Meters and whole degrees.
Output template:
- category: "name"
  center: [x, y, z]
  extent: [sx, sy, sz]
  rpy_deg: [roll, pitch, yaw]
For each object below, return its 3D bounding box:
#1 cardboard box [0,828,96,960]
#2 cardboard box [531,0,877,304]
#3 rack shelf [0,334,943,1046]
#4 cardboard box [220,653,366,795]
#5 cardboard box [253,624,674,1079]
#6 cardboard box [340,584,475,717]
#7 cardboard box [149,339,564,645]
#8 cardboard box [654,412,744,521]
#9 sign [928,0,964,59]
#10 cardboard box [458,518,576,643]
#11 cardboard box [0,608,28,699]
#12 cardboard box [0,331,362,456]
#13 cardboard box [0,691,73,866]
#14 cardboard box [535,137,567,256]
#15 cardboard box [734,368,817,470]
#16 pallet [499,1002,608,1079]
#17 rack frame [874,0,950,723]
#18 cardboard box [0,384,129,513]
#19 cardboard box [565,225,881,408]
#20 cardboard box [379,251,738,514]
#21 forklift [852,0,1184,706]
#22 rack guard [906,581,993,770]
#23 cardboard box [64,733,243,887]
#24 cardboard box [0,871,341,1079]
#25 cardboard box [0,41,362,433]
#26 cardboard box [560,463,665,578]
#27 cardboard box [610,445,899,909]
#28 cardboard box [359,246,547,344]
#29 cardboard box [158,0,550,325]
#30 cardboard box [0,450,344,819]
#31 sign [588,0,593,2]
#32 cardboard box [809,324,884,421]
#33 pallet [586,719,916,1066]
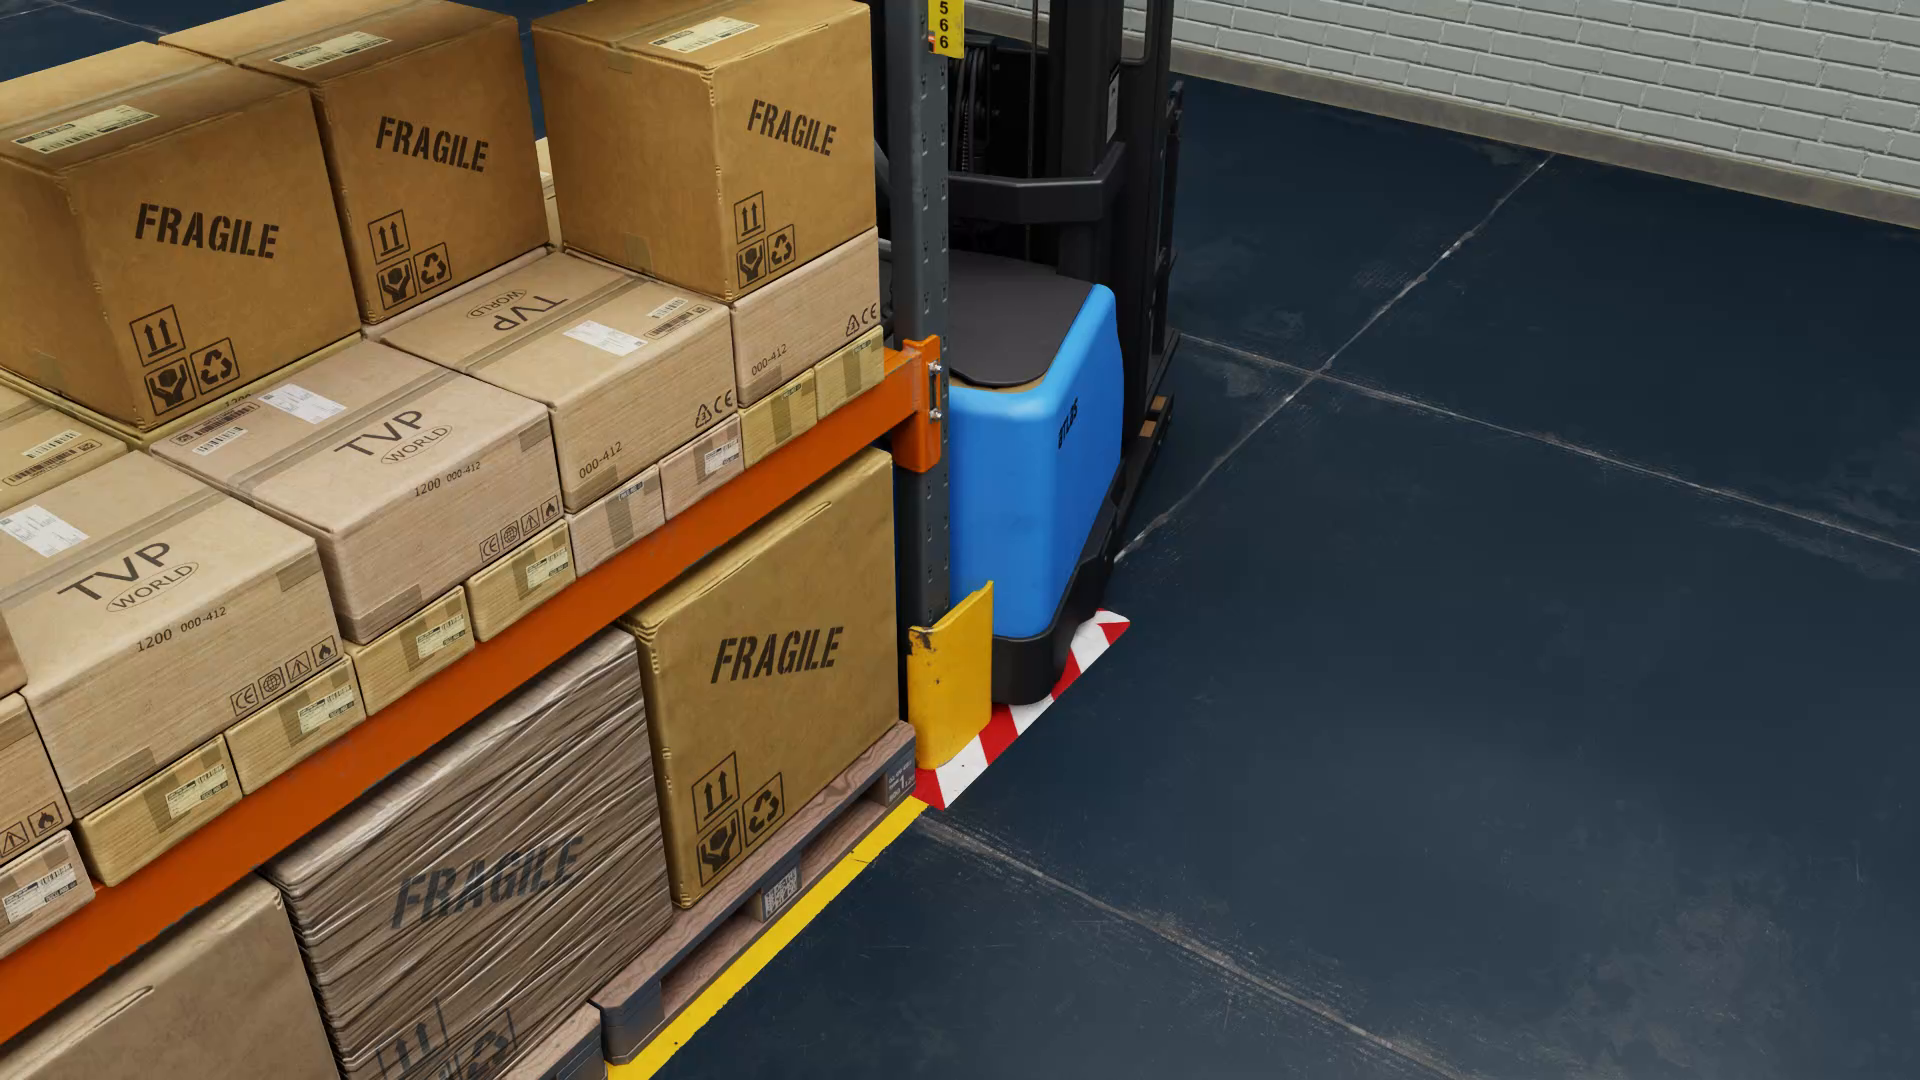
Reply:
- category: "cardboard box"
  center: [-1.572, 0.496, 2.564]
  extent: [0.380, 0.149, 0.250]
  rpy_deg: [22, 40, 29]
- category: "cardboard box"
  center: [-0.533, -0.886, 3.582]
  extent: [0.500, 0.500, 0.500]
  rpy_deg: [22, 40, 29]
- category: "rack shelf"
  center: [-1.612, 0.396, 3.129]
  extent: [1.077, 0.370, 4.000]
  rpy_deg: [21, 39, 28]
- category: "cardboard box"
  center: [-1.276, 0.254, 2.921]
  extent: [0.380, 0.149, 0.250]
  rpy_deg: [22, 40, 29]
- category: "cardboard box"
  center: [-1.290, 0.622, 3.674]
  extent: [0.875, 0.875, 0.875]
  rpy_deg: [21, 39, 28]
- category: "cardboard box"
  center: [-1.133, 0.140, 3.089]
  extent: [0.380, 0.149, 0.250]
  rpy_deg: [21, 40, 28]
- category: "cardboard box"
  center: [-1.110, -0.108, 3.101]
  extent: [0.500, 0.250, 0.500]
  rpy_deg: [20, 39, 27]
- category: "cardboard box"
  center: [-0.696, -0.214, 3.613]
  extent: [0.380, 0.149, 0.250]
  rpy_deg: [21, 40, 28]
- category: "sign"
  center: [-0.034, -1.221, 3.632]
  extent: [0.100, 0.325, 0.005]
  rpy_deg: [21, 39, 28]
- category: "cardboard box"
  center: [-0.985, 0.021, 3.266]
  extent: [0.380, 0.149, 0.250]
  rpy_deg: [20, 39, 27]
- category: "cardboard box"
  center: [-1.689, 0.043, 2.208]
  extent: [0.500, 0.500, 0.500]
  rpy_deg: [20, 39, 27]
- category: "cardboard box"
  center: [-1.547, -0.278, 3.351]
  extent: [0.500, 0.250, 0.500]
  rpy_deg: [20, 39, 27]
- category: "cardboard box"
  center: [-1.691, 0.357, 2.413]
  extent: [0.500, 0.250, 0.500]
  rpy_deg: [22, 40, 29]
- category: "cardboard box"
  center: [-0.967, -0.749, 4.048]
  extent: [0.500, 0.250, 0.500]
  rpy_deg: [20, 39, 27]
- category: "cardboard box"
  center: [-0.551, -0.329, 3.784]
  extent: [0.380, 0.149, 0.250]
  rpy_deg: [22, 40, 29]
- category: "pallet"
  center: [-1.559, 1.285, 3.662]
  extent: [1.003, 0.211, 1.213]
  rpy_deg: [21, 39, 28]
- category: "rack frame"
  center: [-0.472, -0.823, 4.289]
  extent: [1.000, 3.000, 0.127]
  rpy_deg: [21, 39, 28]
- category: "cardboard box"
  center: [-1.841, -0.036, 2.994]
  extent: [0.500, 0.250, 0.500]
  rpy_deg: [20, 39, 27]
- category: "cardboard box"
  center: [-0.530, -0.576, 3.792]
  extent: [0.500, 0.250, 0.500]
  rpy_deg: [21, 39, 27]
- category: "cardboard box"
  center: [-0.820, -0.343, 3.448]
  extent: [0.500, 0.250, 0.500]
  rpy_deg: [21, 39, 27]
- category: "forklift"
  center: [0.180, -1.548, 5.423]
  extent: [1.130, 2.935, 3.031]
  rpy_deg: [10, 35, 14]
- category: "rack guard"
  center: [-0.458, 0.202, 5.005]
  extent: [1.175, 0.500, 0.348]
  rpy_deg: [21, 39, 28]
- category: "cardboard box"
  center: [-1.423, 0.374, 2.743]
  extent: [0.380, 0.149, 0.250]
  rpy_deg: [20, 39, 27]
- category: "cardboard box"
  center: [-1.797, 1.032, 3.068]
  extent: [0.875, 0.875, 0.875]
  rpy_deg: [21, 39, 28]
- category: "cardboard box"
  center: [-1.543, -0.589, 3.143]
  extent: [0.500, 0.500, 0.500]
  rpy_deg: [20, 39, 27]
- category: "cardboard box"
  center: [-0.839, -0.099, 3.443]
  extent: [0.380, 0.149, 0.250]
  rpy_deg: [22, 40, 29]
- category: "cardboard box"
  center: [-0.771, 0.204, 4.293]
  extent: [0.875, 0.875, 0.875]
  rpy_deg: [21, 39, 28]
- category: "cardboard box"
  center: [-1.258, -0.508, 3.692]
  extent: [0.500, 0.250, 0.500]
  rpy_deg: [21, 39, 28]
- category: "cardboard box"
  center: [-1.252, -0.830, 3.498]
  extent: [0.500, 0.500, 0.500]
  rpy_deg: [20, 39, 27]
- category: "cardboard box"
  center: [-1.403, 0.133, 2.745]
  extent: [0.500, 0.250, 0.500]
  rpy_deg: [21, 40, 28]
- category: "sign"
  center: [-0.924, -1.394, 4.290]
  extent: [0.100, 0.325, 0.005]
  rpy_deg: [21, 39, 28]
- category: "cardboard box"
  center: [-0.404, -0.450, 3.961]
  extent: [0.380, 0.149, 0.250]
  rpy_deg: [22, 40, 29]
- category: "pallet"
  center: [-0.863, 0.725, 4.489]
  extent: [1.003, 0.211, 1.213]
  rpy_deg: [21, 39, 28]
